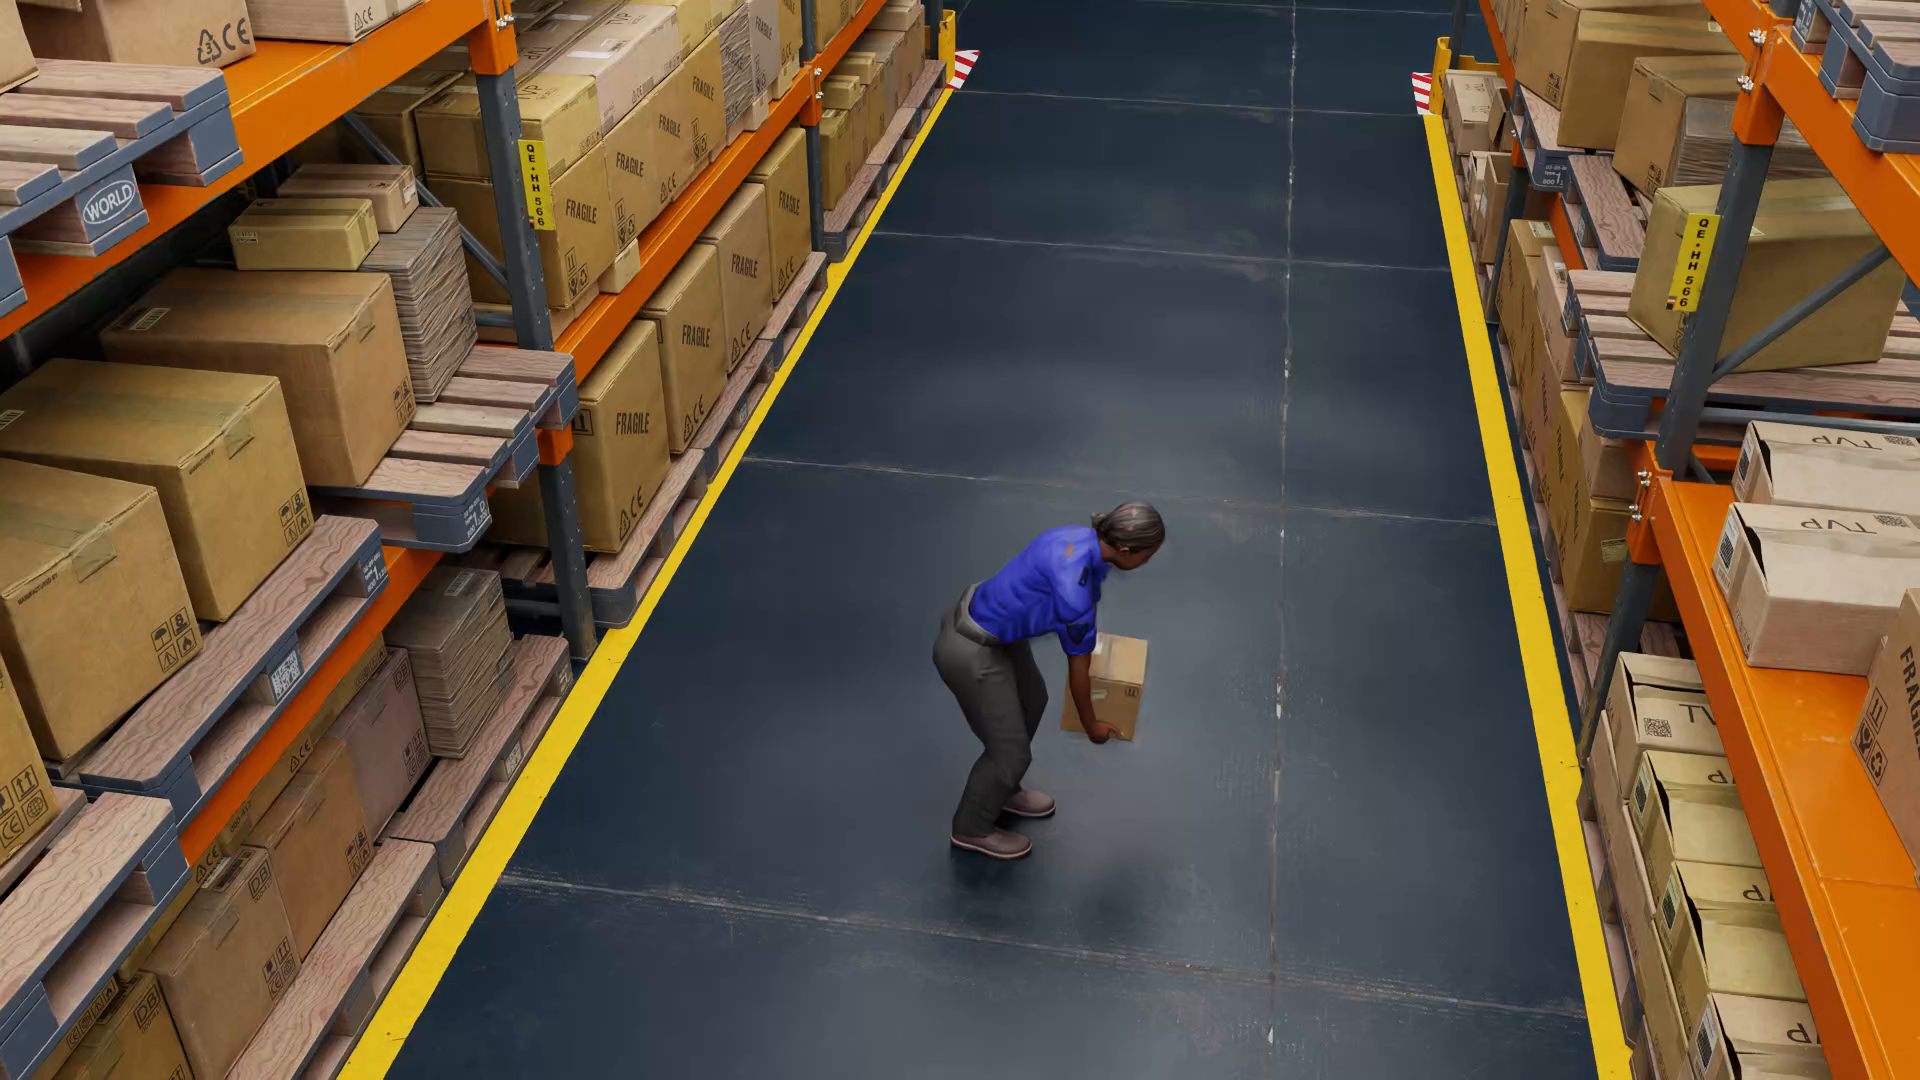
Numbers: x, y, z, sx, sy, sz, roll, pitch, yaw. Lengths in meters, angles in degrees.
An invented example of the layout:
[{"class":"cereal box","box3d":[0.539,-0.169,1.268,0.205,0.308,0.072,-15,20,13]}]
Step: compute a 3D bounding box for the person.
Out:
[{"class":"person","box3d":[0.288,0.463,5.671,0.740,1.394,0.413,4,33,7]}]
